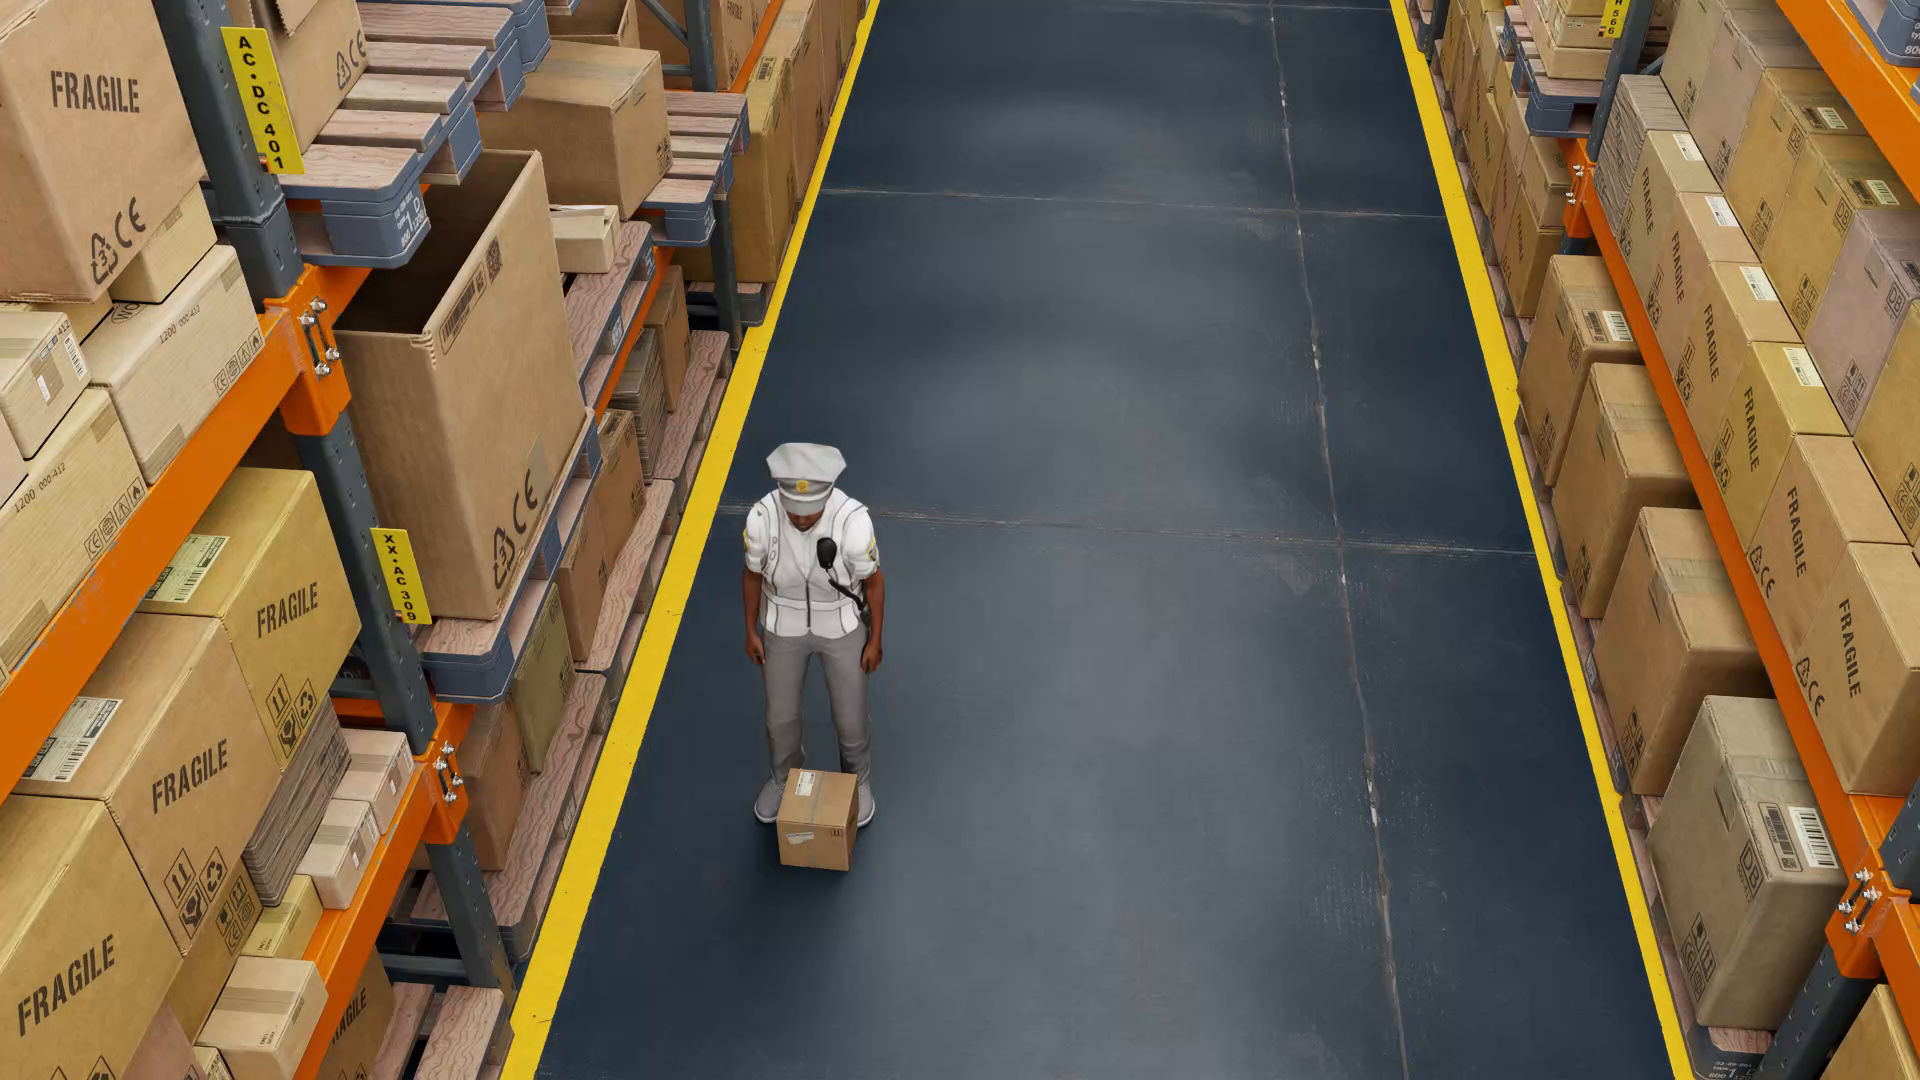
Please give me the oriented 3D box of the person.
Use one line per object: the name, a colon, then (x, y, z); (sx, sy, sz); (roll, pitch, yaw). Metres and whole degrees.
person: (-0.511, 0.351, 5.745); (0.511, 1.657, 0.318); (1, 40, 2)
